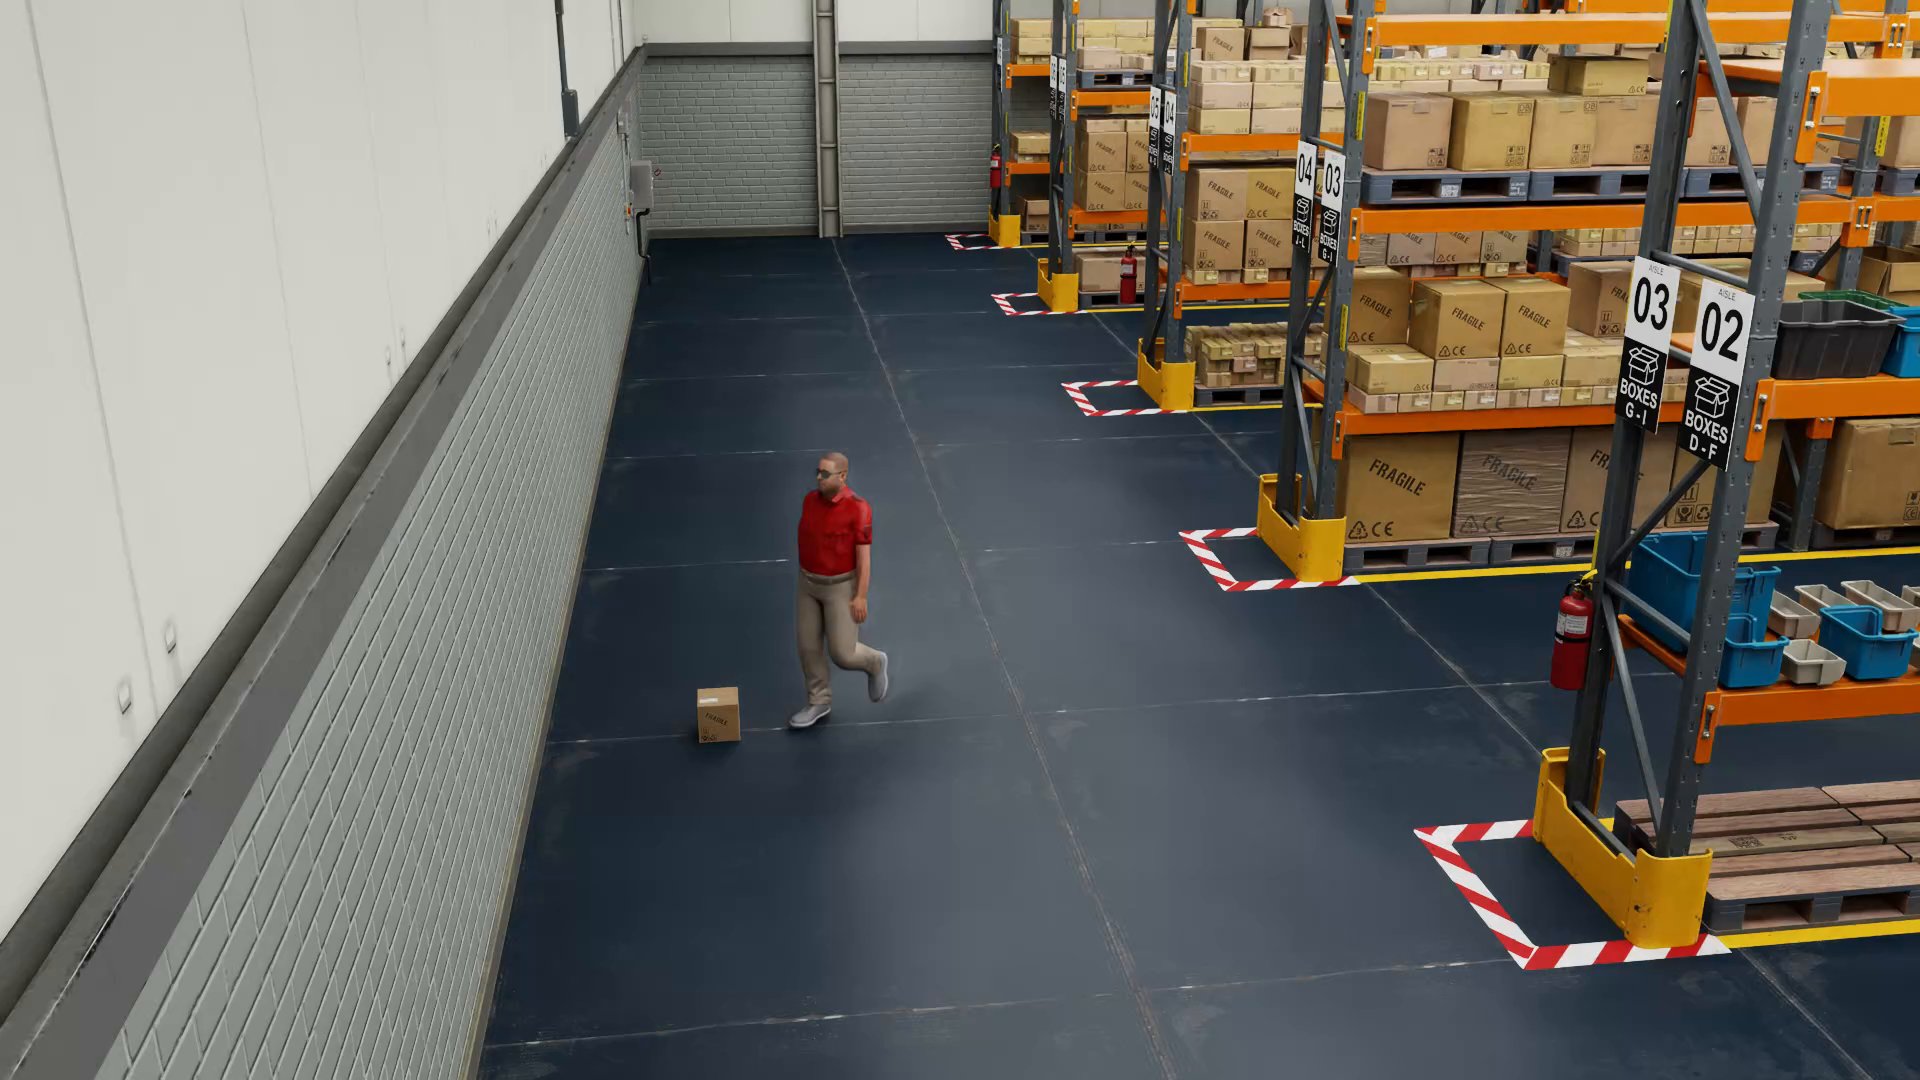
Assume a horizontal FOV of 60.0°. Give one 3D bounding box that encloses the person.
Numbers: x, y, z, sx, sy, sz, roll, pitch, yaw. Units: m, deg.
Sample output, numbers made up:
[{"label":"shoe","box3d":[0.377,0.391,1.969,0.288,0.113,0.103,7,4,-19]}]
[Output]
[{"label":"person","box3d":[-0.779,0.294,10.237,0.552,1.709,0.653,12,23,31]}]
